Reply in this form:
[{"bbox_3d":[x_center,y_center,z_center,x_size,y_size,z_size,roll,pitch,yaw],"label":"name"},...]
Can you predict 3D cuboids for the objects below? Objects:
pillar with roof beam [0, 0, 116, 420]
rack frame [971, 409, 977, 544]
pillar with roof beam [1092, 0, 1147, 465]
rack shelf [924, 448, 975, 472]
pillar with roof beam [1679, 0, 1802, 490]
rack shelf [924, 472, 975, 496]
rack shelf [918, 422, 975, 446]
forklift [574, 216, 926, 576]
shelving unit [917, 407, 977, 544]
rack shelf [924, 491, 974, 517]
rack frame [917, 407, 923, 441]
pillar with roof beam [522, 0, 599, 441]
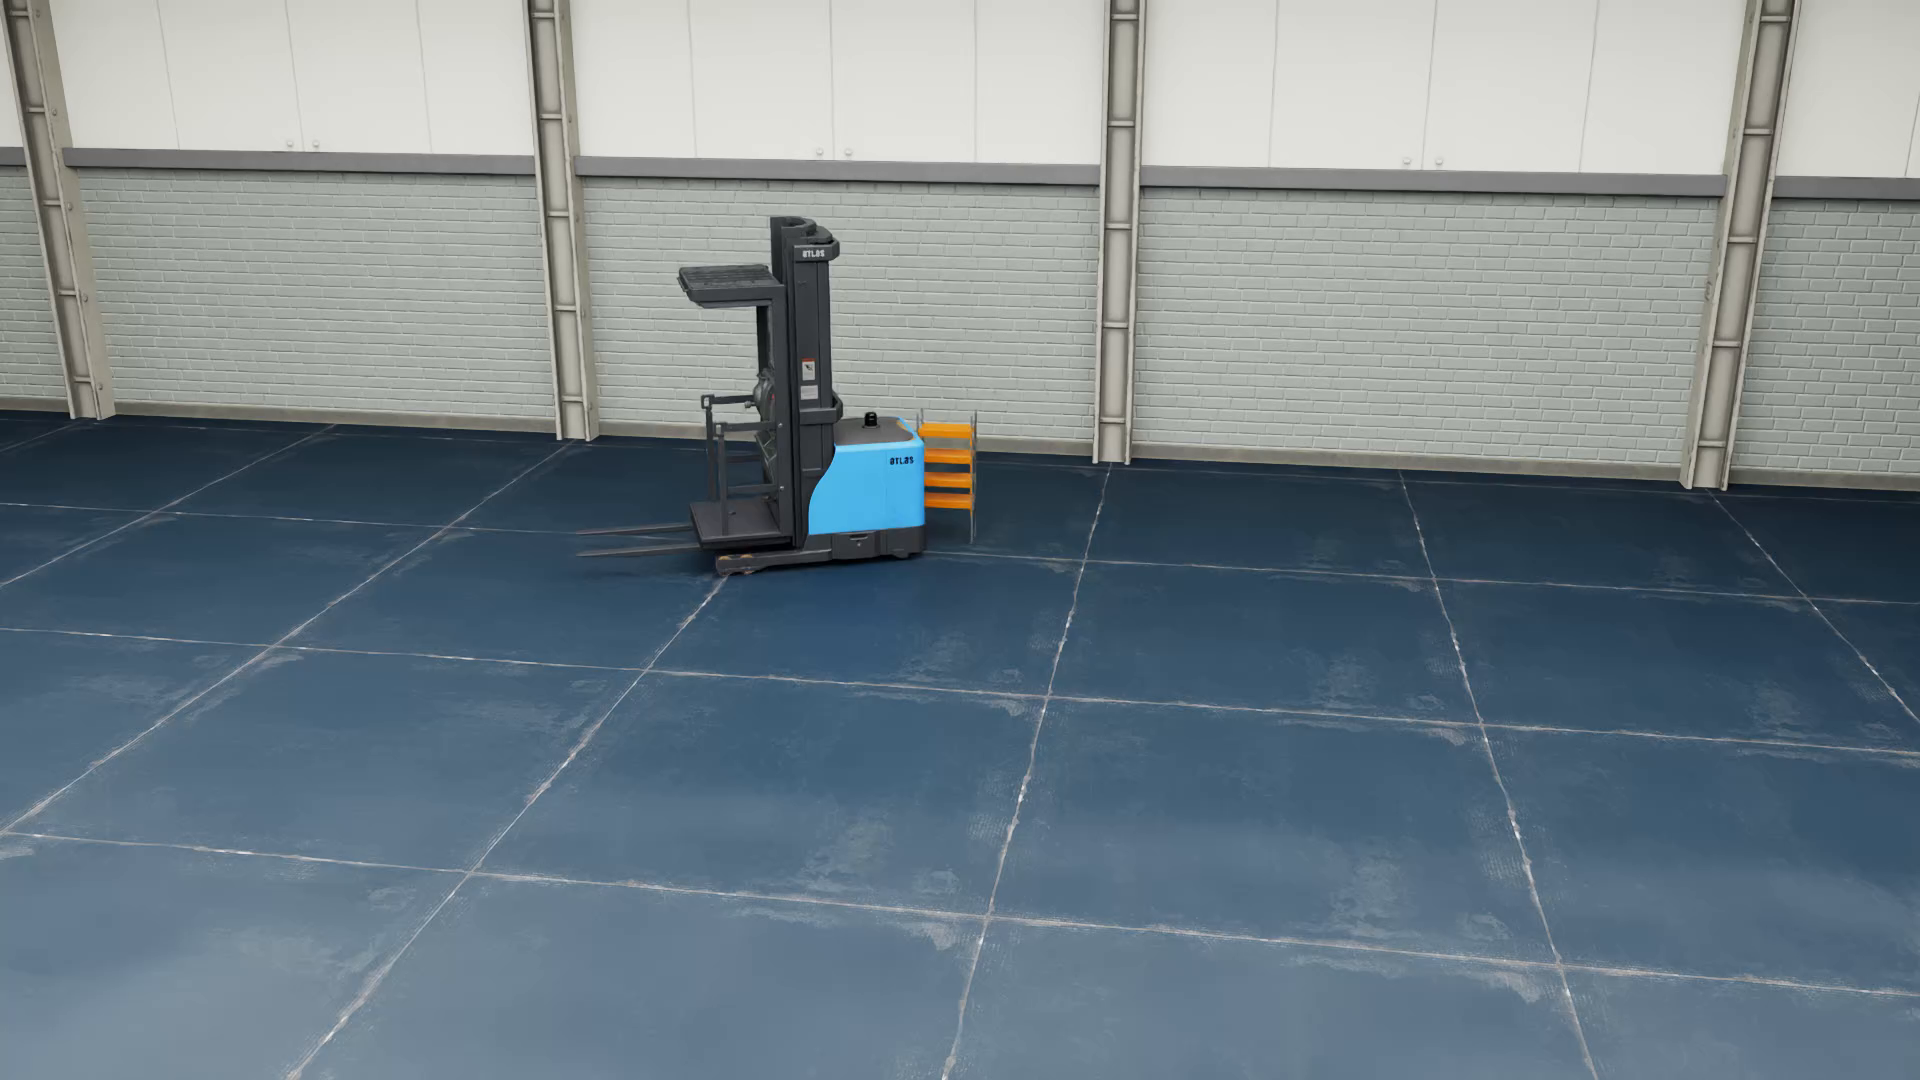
[{"bbox_3d":[-10.901,-4.382,14.163,0.400,9.000,9.100,3,19,9],"label":"pillar with roof beam"},{"bbox_3d":[0.125,-0.571,15.065,0.015,1.200,0.240,3,19,8],"label":"rack frame"},{"bbox_3d":[0.947,-3.778,12.358,0.400,9.000,9.100,3,19,9],"label":"pillar with roof beam"},{"bbox_3d":[-0.116,-0.730,15.049,0.480,0.148,0.258,3,19,8],"label":"rack shelf"},{"bbox_3d":[6.871,-3.476,11.456,0.400,9.000,9.100,3,19,9],"label":"pillar with roof beam"},{"bbox_3d":[-0.116,-0.518,15.120,0.480,0.148,0.258,3,19,8],"label":"rack shelf"},{"bbox_3d":[-0.116,-0.955,14.974,0.480,0.148,0.258,3,19,8],"label":"rack shelf"},{"bbox_3d":[-1.874,-1.265,14.412,3.031,2.935,1.130,-5,19,-13],"label":"forklift"},{"bbox_3d":[-0.116,-0.582,15.099,0.503,1.200,0.258,3,19,8],"label":"shelving unit"},{"bbox_3d":[-0.116,-0.330,15.183,0.480,0.148,0.258,3,19,8],"label":"rack shelf"},{"bbox_3d":[-0.357,-0.594,15.133,0.015,1.200,0.240,3,19,8],"label":"rack frame"},{"bbox_3d":[-4.977,-4.080,13.261,0.400,9.000,9.100,3,19,9],"label":"pillar with roof beam"}]
